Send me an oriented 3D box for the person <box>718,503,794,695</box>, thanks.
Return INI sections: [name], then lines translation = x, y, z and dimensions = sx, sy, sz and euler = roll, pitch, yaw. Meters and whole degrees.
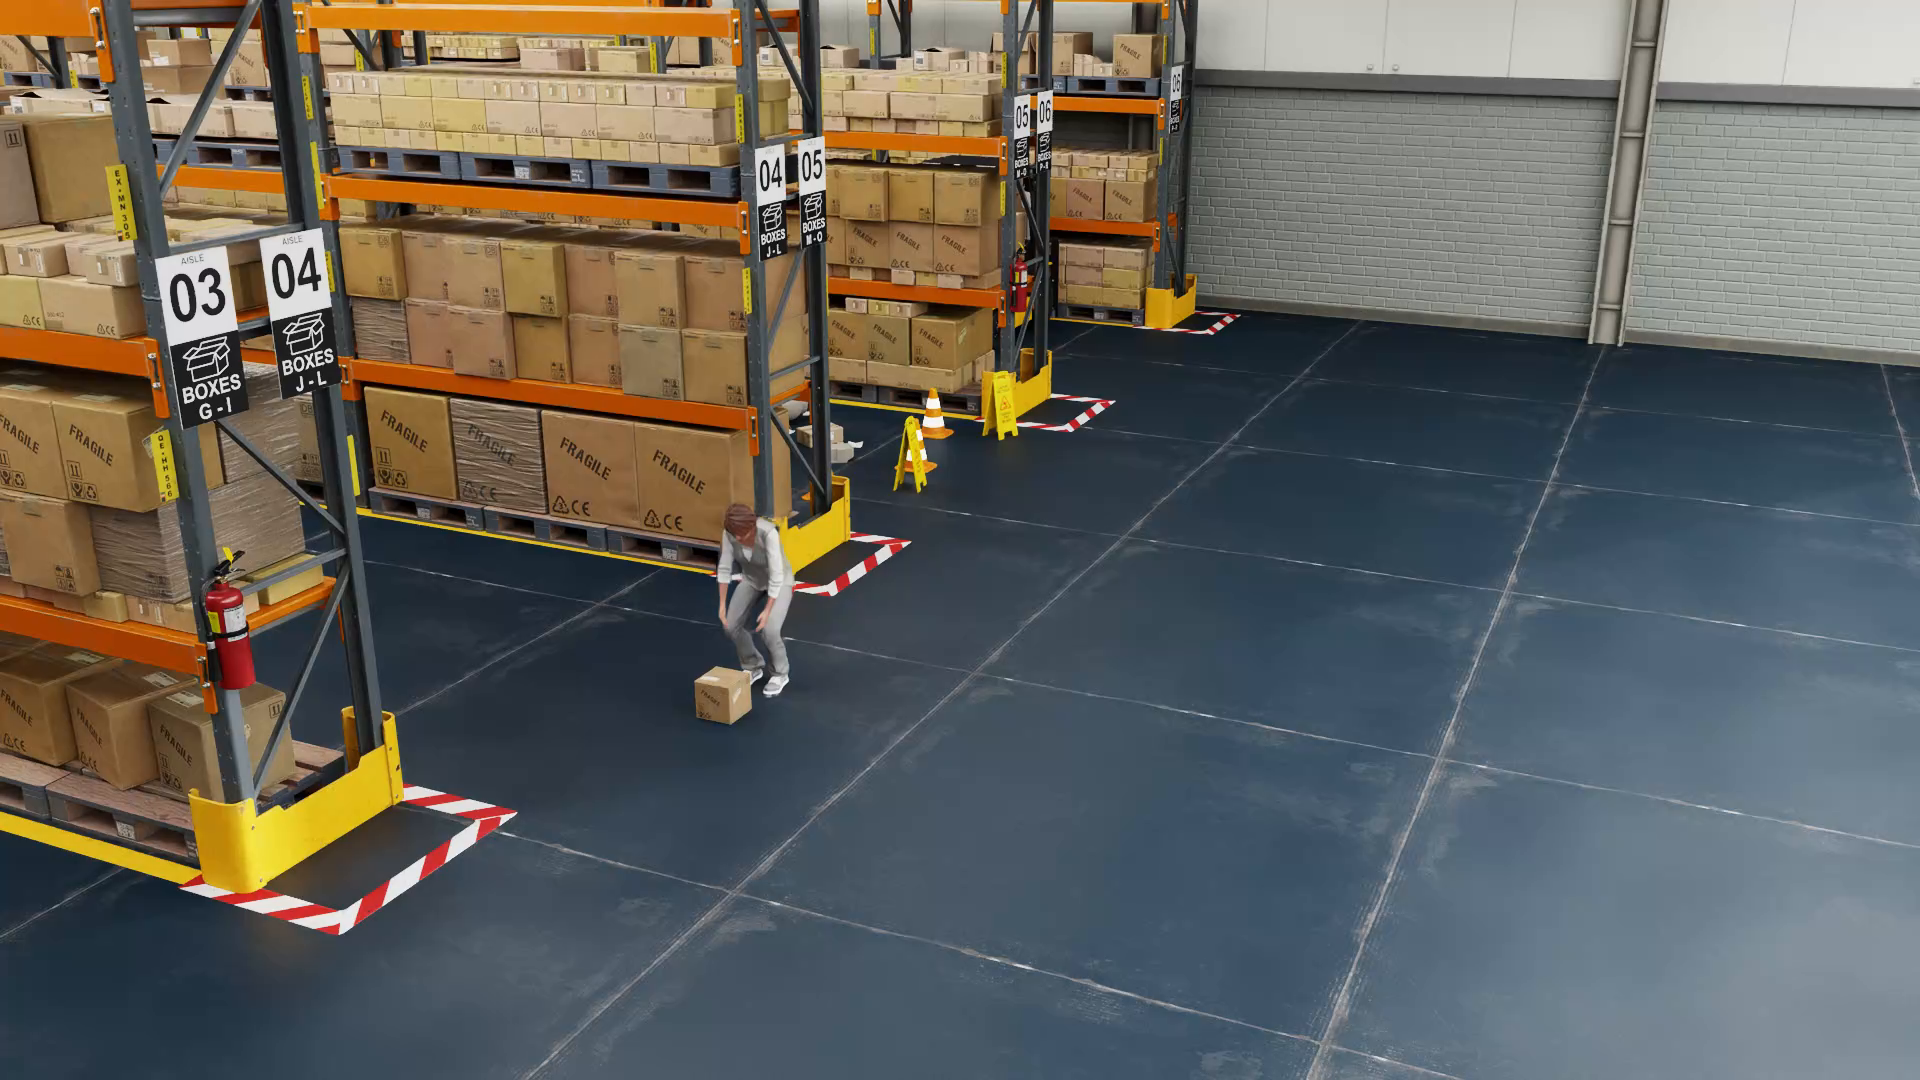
[person]
translation = -1.270, 0.340, 10.536
dimensions = 0.462, 1.325, 0.640
euler = 9, 21, 23
